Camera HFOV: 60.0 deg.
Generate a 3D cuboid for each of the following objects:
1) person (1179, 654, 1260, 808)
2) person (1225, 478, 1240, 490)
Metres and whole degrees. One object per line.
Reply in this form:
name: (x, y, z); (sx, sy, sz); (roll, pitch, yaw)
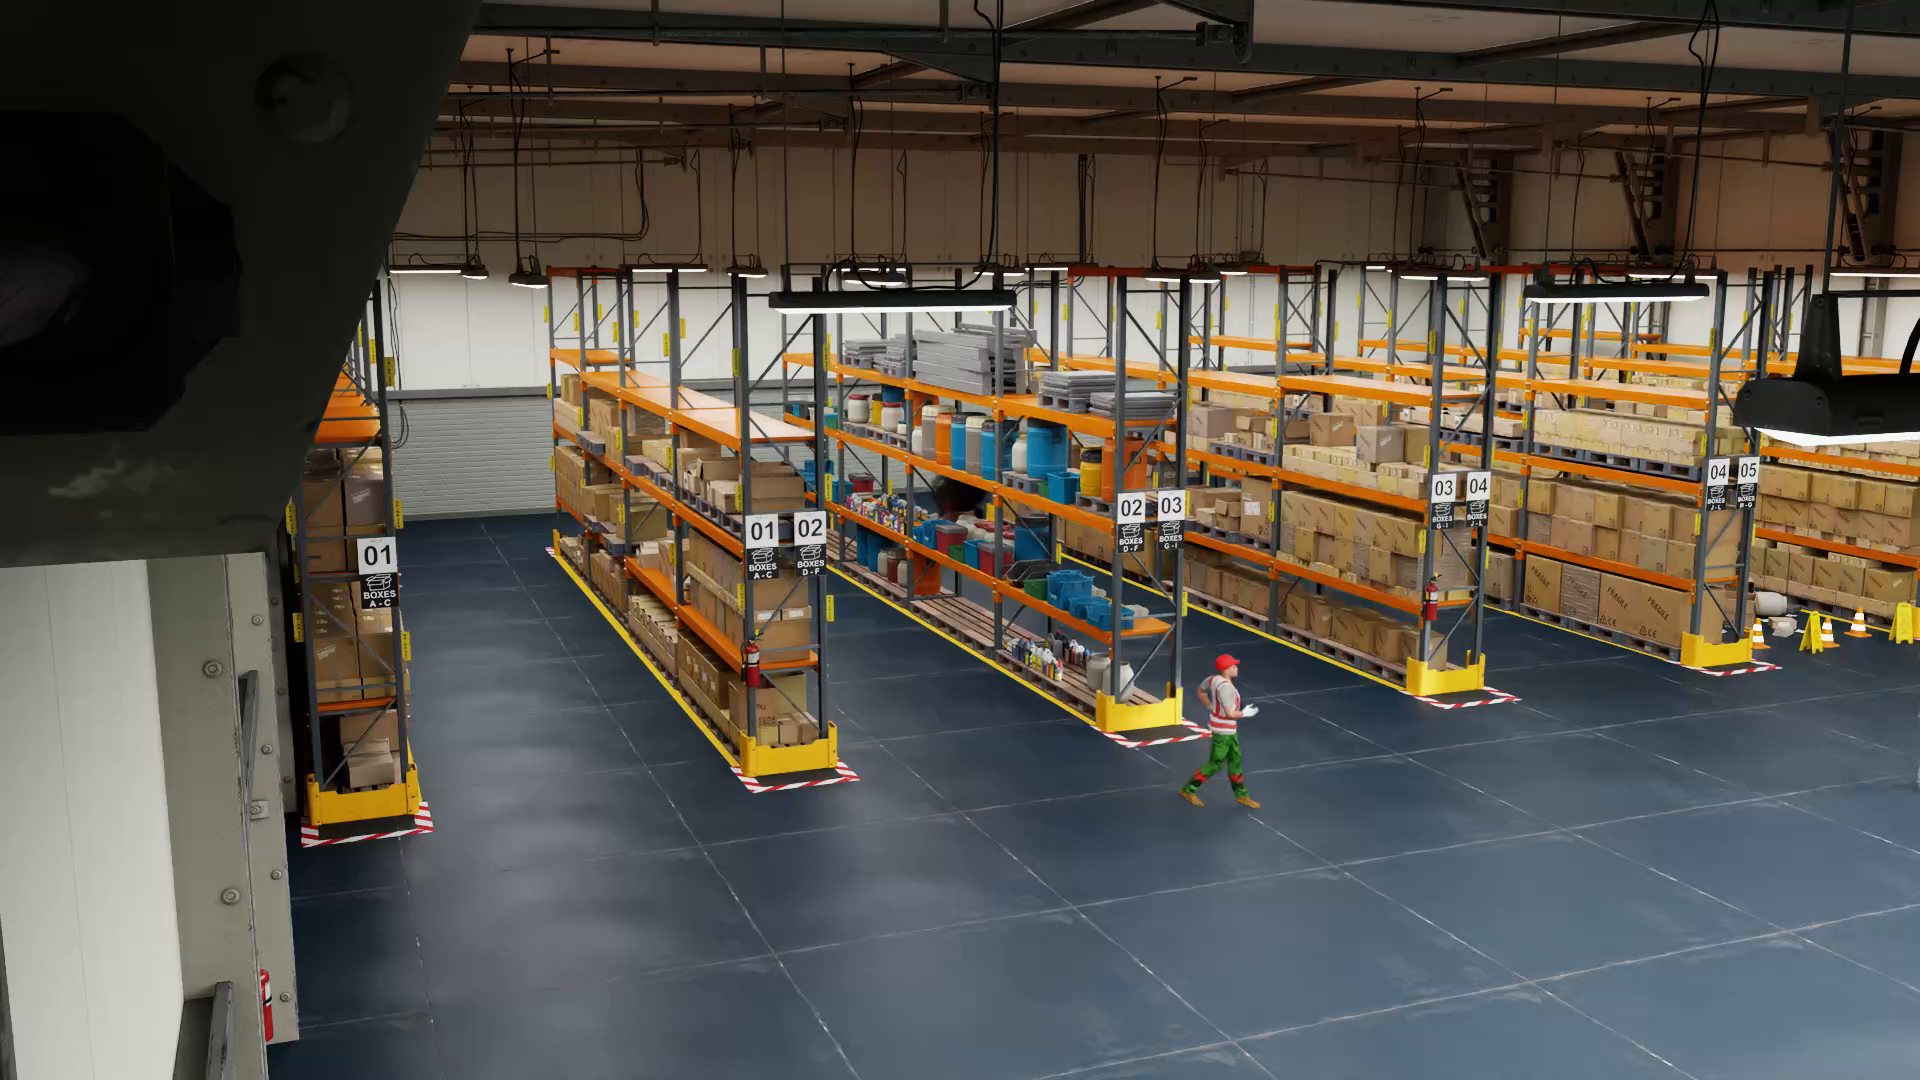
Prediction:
person: (2.970, 2.181, 18.846); (0.943, 1.818, 0.671); (0, 10, 2)
person: (6.766, -1.606, 41.337); (0.519, 1.650, 0.622); (8, 13, 38)
